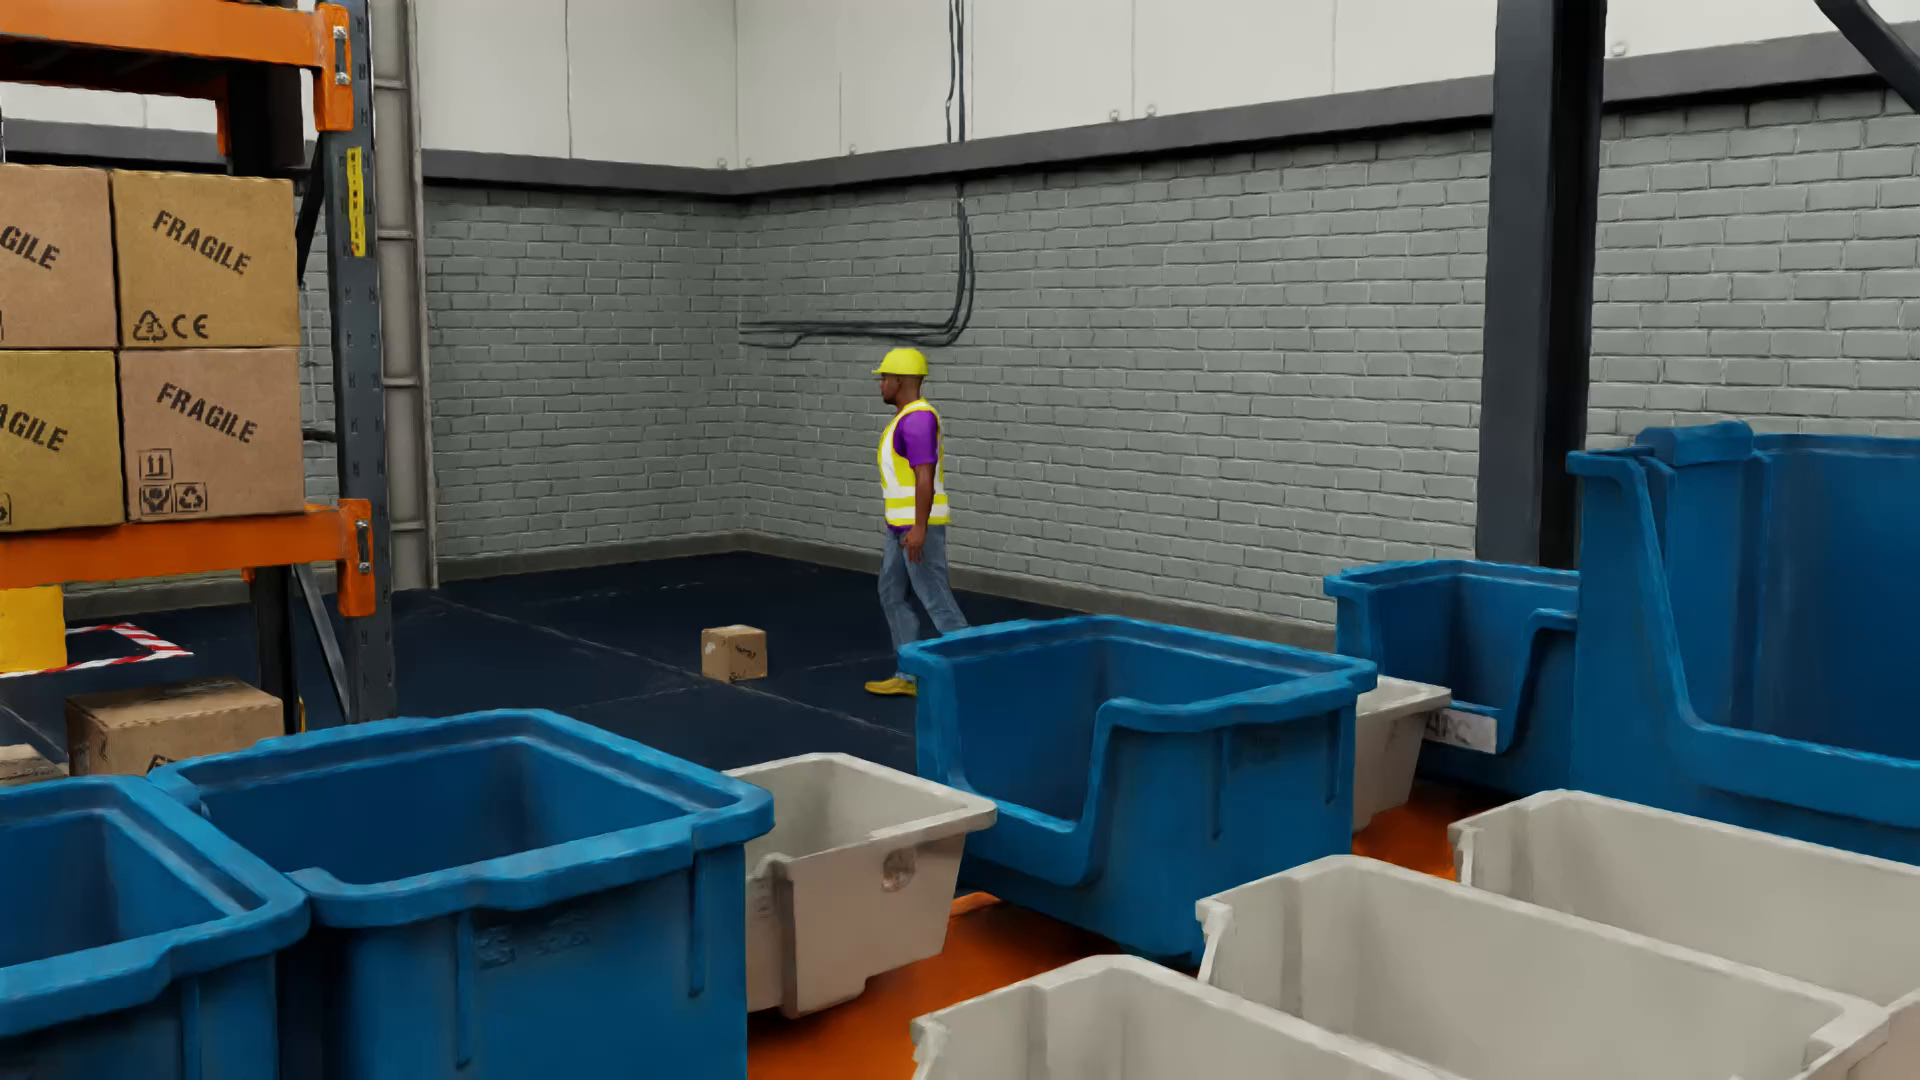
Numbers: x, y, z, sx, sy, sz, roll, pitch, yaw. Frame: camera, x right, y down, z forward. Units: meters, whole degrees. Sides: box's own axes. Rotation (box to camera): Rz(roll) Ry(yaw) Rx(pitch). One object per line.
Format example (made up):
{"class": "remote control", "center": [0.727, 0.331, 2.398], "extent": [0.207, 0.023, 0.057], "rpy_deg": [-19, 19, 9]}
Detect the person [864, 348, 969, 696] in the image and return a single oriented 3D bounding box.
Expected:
{"class": "person", "center": [-0.187, -0.078, 8.319], "extent": [0.580, 1.755, 0.600], "rpy_deg": [-1, 7, -8]}
